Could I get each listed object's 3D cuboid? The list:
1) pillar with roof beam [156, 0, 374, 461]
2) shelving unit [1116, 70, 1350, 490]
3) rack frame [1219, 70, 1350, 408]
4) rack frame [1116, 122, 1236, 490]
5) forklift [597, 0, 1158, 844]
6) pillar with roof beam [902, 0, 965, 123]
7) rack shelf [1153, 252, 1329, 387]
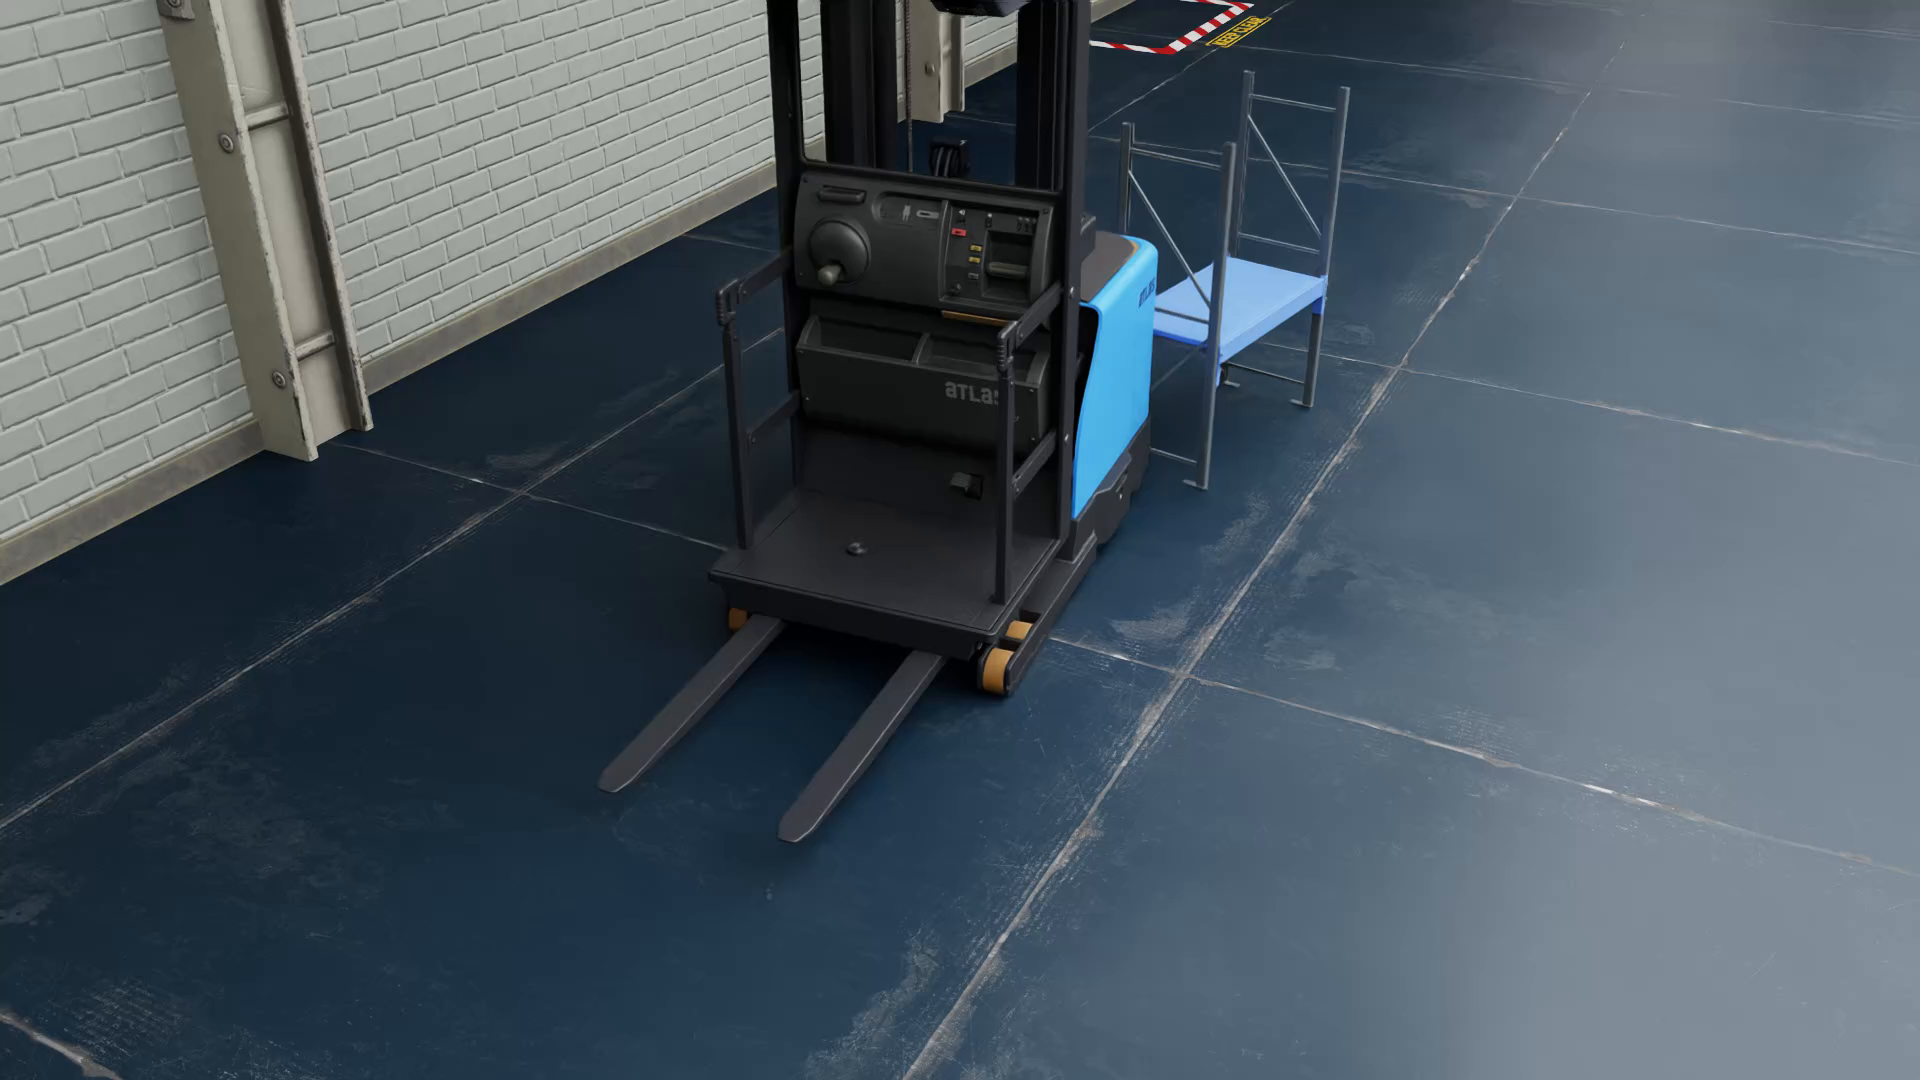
[{"bbox_3d":[0.910,-3.394,3.625,9.100,9.000,0.400,14,33,23],"label":"pillar with roof beam"},{"bbox_3d":[1.156,-1.146,7.239,0.538,1.500,1.048,20,36,31],"label":"shelving unit"},{"bbox_3d":[1.458,-1.349,7.594,0.500,1.500,0.032,20,36,31],"label":"rack frame"},{"bbox_3d":[0.853,-0.942,6.885,0.500,1.500,0.032,20,36,31],"label":"rack frame"},{"bbox_3d":[-0.213,-0.966,5.490,1.130,2.935,3.031,11,32,19],"label":"forklift"},{"bbox_3d":[3.643,-6.054,8.257,9.100,9.000,0.400,14,33,23],"label":"pillar with roof beam"},{"bbox_3d":[1.156,-0.990,7.329,0.538,0.185,1.000,20,36,31],"label":"rack shelf"}]
